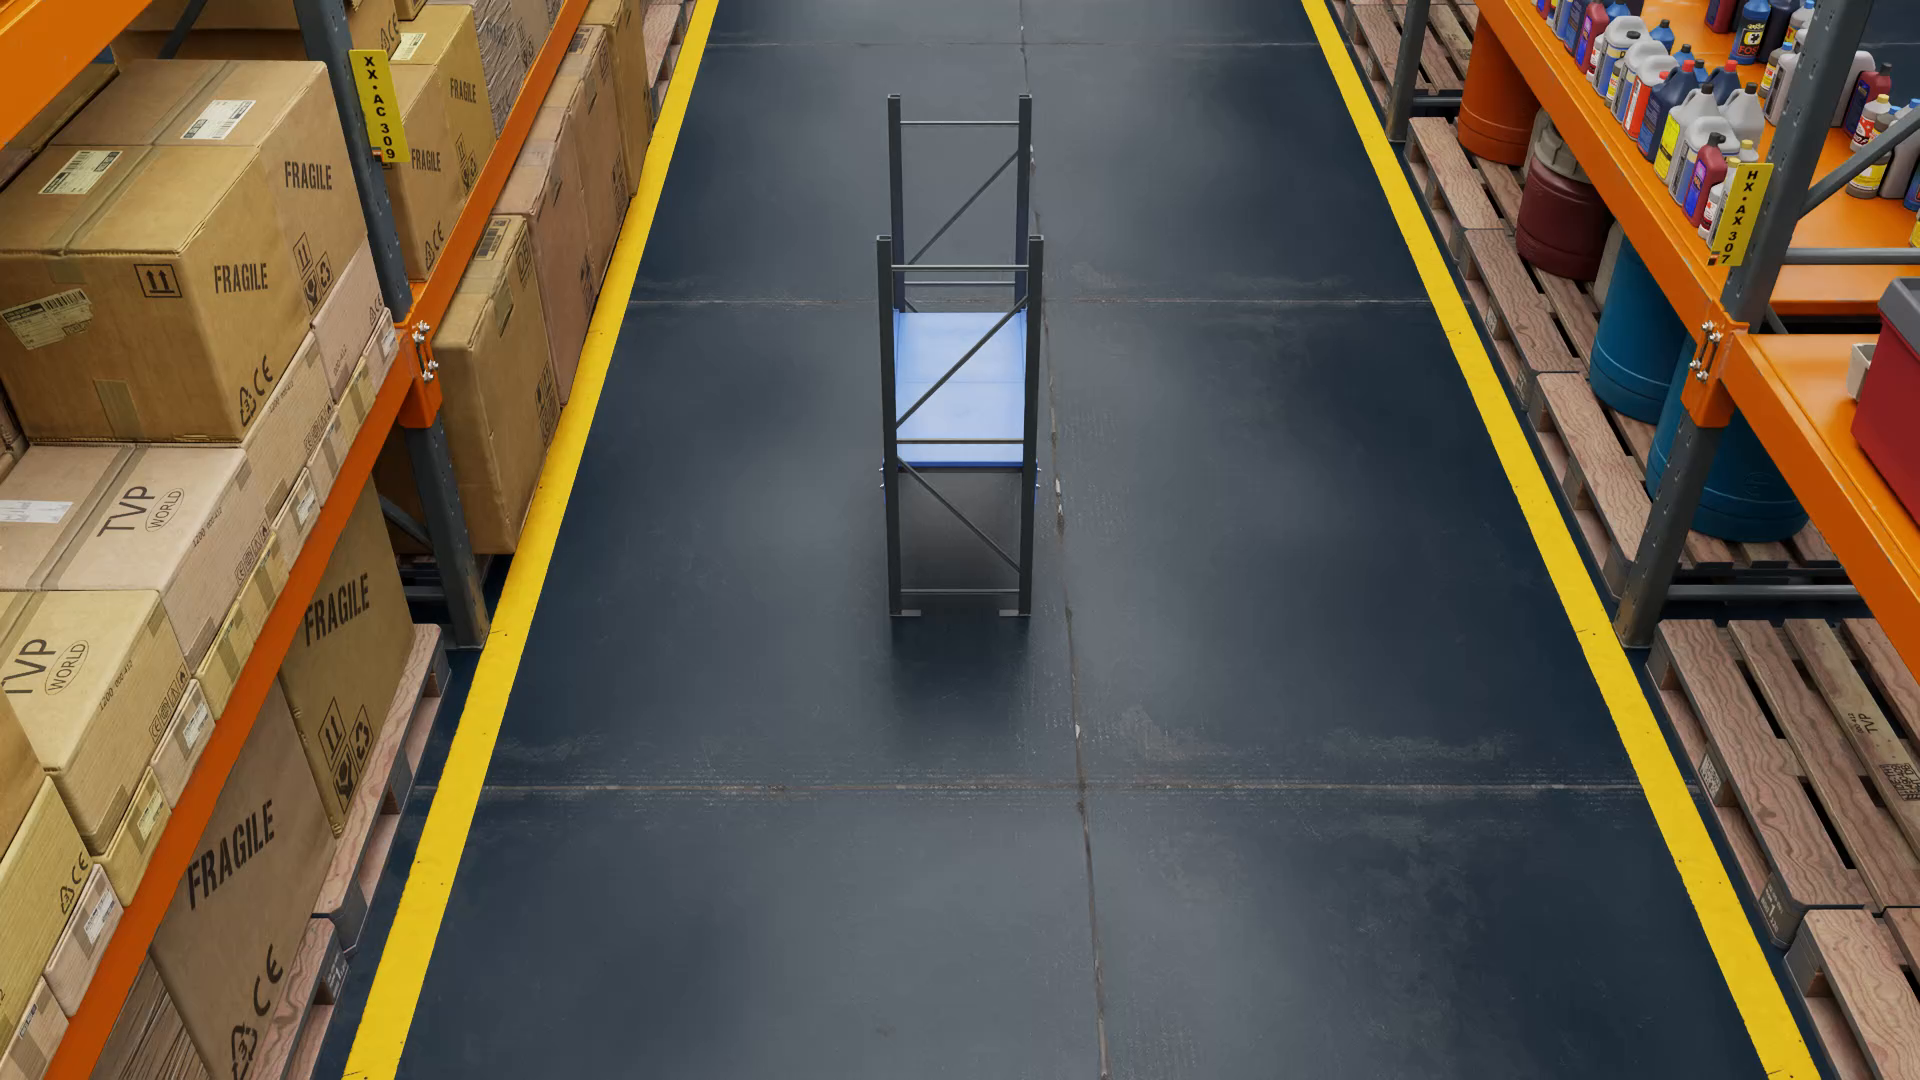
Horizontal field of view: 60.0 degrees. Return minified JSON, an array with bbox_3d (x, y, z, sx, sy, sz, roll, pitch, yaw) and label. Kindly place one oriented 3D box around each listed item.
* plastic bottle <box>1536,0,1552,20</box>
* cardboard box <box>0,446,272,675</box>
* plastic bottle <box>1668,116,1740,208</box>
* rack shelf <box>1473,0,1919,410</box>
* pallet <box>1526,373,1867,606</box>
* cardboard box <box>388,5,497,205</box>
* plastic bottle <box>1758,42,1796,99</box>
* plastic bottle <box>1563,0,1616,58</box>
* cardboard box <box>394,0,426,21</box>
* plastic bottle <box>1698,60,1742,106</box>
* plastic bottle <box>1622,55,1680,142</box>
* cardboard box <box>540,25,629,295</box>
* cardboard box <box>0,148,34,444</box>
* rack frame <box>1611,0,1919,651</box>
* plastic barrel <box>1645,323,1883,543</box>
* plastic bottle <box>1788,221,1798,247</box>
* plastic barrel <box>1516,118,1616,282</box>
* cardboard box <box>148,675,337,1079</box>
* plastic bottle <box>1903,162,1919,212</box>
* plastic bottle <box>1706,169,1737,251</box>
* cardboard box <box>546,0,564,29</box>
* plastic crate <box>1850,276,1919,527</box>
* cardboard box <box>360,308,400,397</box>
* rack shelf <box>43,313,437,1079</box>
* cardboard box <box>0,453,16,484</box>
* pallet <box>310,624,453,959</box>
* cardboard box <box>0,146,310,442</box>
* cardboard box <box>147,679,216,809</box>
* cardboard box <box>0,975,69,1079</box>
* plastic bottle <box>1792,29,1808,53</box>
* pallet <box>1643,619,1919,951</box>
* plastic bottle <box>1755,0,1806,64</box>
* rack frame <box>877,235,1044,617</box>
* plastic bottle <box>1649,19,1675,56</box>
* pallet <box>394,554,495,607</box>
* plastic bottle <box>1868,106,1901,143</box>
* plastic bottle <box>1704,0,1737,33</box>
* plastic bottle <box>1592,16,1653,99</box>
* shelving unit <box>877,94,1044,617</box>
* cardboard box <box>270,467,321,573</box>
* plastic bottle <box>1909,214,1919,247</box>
[{"bbox_3d":[2.428,-2.289,6.801,0.061,0.283,0.133,0,39,0],"label":"plastic bottle"},{"bbox_3d":[-1.887,0.038,3.686,0.500,0.250,0.500,1,39,1],"label":"cardboard box"},{"bbox_3d":[2.475,-1.253,5.514,0.152,0.276,0.135,0,39,0],"label":"plastic bottle"},{"bbox_3d":[2.797,-1.797,6.668,1.077,0.370,4.000,0,39,0],"label":"rack shelf"},{"bbox_3d":[2.840,-0.221,6.357,1.003,0.211,1.213,0,39,0],"label":"pallet"},{"bbox_3d":[-1.906,-1.464,5.599,0.500,0.500,0.500,0,39,0],"label":"cardboard box"},{"bbox_3d":[3.054,-1.751,6.195,0.097,0.201,0.097,0,39,0],"label":"plastic bottle"},{"bbox_3d":[2.470,-2.071,6.475,0.144,0.351,0.185,0,39,0],"label":"plastic bottle"},{"bbox_3d":[-2.152,-2.082,5.567,0.797,0.503,0.637,0,39,0],"label":"cardboard box"},{"bbox_3d":[2.615,-1.498,5.760,0.144,0.351,0.185,0,39,0],"label":"plastic bottle"},{"bbox_3d":[2.475,-1.568,5.907,0.152,0.276,0.135,0,39,0],"label":"plastic bottle"},{"bbox_3d":[-2.185,-1.670,7.299,1.225,0.875,0.875,0,39,0],"label":"cardboard box"},{"bbox_3d":[-2.416,-0.566,3.839,0.500,0.500,0.500,0,39,0],"label":"cardboard box"},{"bbox_3d":[2.799,-0.827,4.883,1.000,3.000,0.127,0,39,0],"label":"rack frame"},{"bbox_3d":[2.816,-0.512,5.832,0.600,0.901,0.708,0,39,0],"label":"plastic barrel"},{"bbox_3d":[2.600,-1.007,5.267,0.097,0.201,0.097,0,39,0],"label":"plastic bottle"},{"bbox_3d":[2.814,-1.539,7.364,0.600,0.588,0.708,0,39,0],"label":"plastic barrel"},{"bbox_3d":[-2.232,0.818,4.194,0.875,0.875,0.875,0,39,0],"label":"cardboard box"},{"bbox_3d":[3.207,-1.222,5.480,0.097,0.271,0.097,0,39,0],"label":"plastic bottle"},{"bbox_3d":[2.476,-1.024,5.229,0.152,0.276,0.135,0,39,0],"label":"plastic bottle"},{"bbox_3d":[-1.911,-2.419,6.789,0.500,0.500,0.500,-1,39,-2],"label":"cardboard box"},{"bbox_3d":[2.550,-0.316,4.147,0.402,0.464,0.583,0,39,0],"label":"plastic crate"},{"bbox_3d":[-1.826,-0.535,4.719,0.380,0.149,0.250,0,39,0],"label":"cardboard box"},{"bbox_3d":[-2.151,0.708,3.543,1.077,0.370,4.000,0,39,0],"label":"rack shelf"},{"bbox_3d":[-2.413,0.048,3.673,0.500,0.250,0.500,1,39,1],"label":"cardboard box"},{"bbox_3d":[-2.231,0.741,5.157,1.003,0.211,1.213,0,39,0],"label":"pallet"},{"bbox_3d":[-1.889,-0.573,3.848,0.500,0.500,0.500,0,39,0],"label":"cardboard box"},{"bbox_3d":[-1.824,0.428,3.518,0.380,0.149,0.250,1,39,1],"label":"cardboard box"},{"bbox_3d":[-1.822,0.912,2.915,0.380,0.149,0.250,-1,39,-1],"label":"cardboard box"},{"bbox_3d":[3.179,-1.792,6.187,0.152,0.276,0.135,0,39,0],"label":"plastic bottle"},{"bbox_3d":[2.839,0.721,5.181,1.003,0.211,1.213,0,39,0],"label":"pallet"},{"bbox_3d":[3.182,-2.043,6.440,0.144,0.351,0.185,0,39,0],"label":"plastic bottle"},{"bbox_3d":[0.000,-0.321,5.451,0.500,1.500,0.032,0,39,0],"label":"rack frame"},{"bbox_3d":[2.599,-1.807,6.210,0.097,0.271,0.097,0,39,0],"label":"plastic bottle"},{"bbox_3d":[-2.230,-0.217,6.352,1.003,0.211,1.213,0,39,0],"label":"pallet"},{"bbox_3d":[3.207,-1.401,5.759,0.097,0.201,0.097,0,39,0],"label":"plastic bottle"},{"bbox_3d":[3.079,-2.199,6.689,0.061,0.283,0.133,0,39,0],"label":"plastic bottle"},{"bbox_3d":[2.474,-1.797,6.193,0.152,0.276,0.135,0,39,0],"label":"plastic bottle"},{"bbox_3d":[0.000,-0.639,5.848,0.538,1.500,1.048,0,39,0],"label":"shelving unit"},{"bbox_3d":[-1.825,-0.052,4.117,0.380,0.149,0.250,1,39,1],"label":"cardboard box"},{"bbox_3d":[3.123,-1.053,5.205,0.144,0.351,0.185,0,39,0],"label":"plastic bottle"}]
